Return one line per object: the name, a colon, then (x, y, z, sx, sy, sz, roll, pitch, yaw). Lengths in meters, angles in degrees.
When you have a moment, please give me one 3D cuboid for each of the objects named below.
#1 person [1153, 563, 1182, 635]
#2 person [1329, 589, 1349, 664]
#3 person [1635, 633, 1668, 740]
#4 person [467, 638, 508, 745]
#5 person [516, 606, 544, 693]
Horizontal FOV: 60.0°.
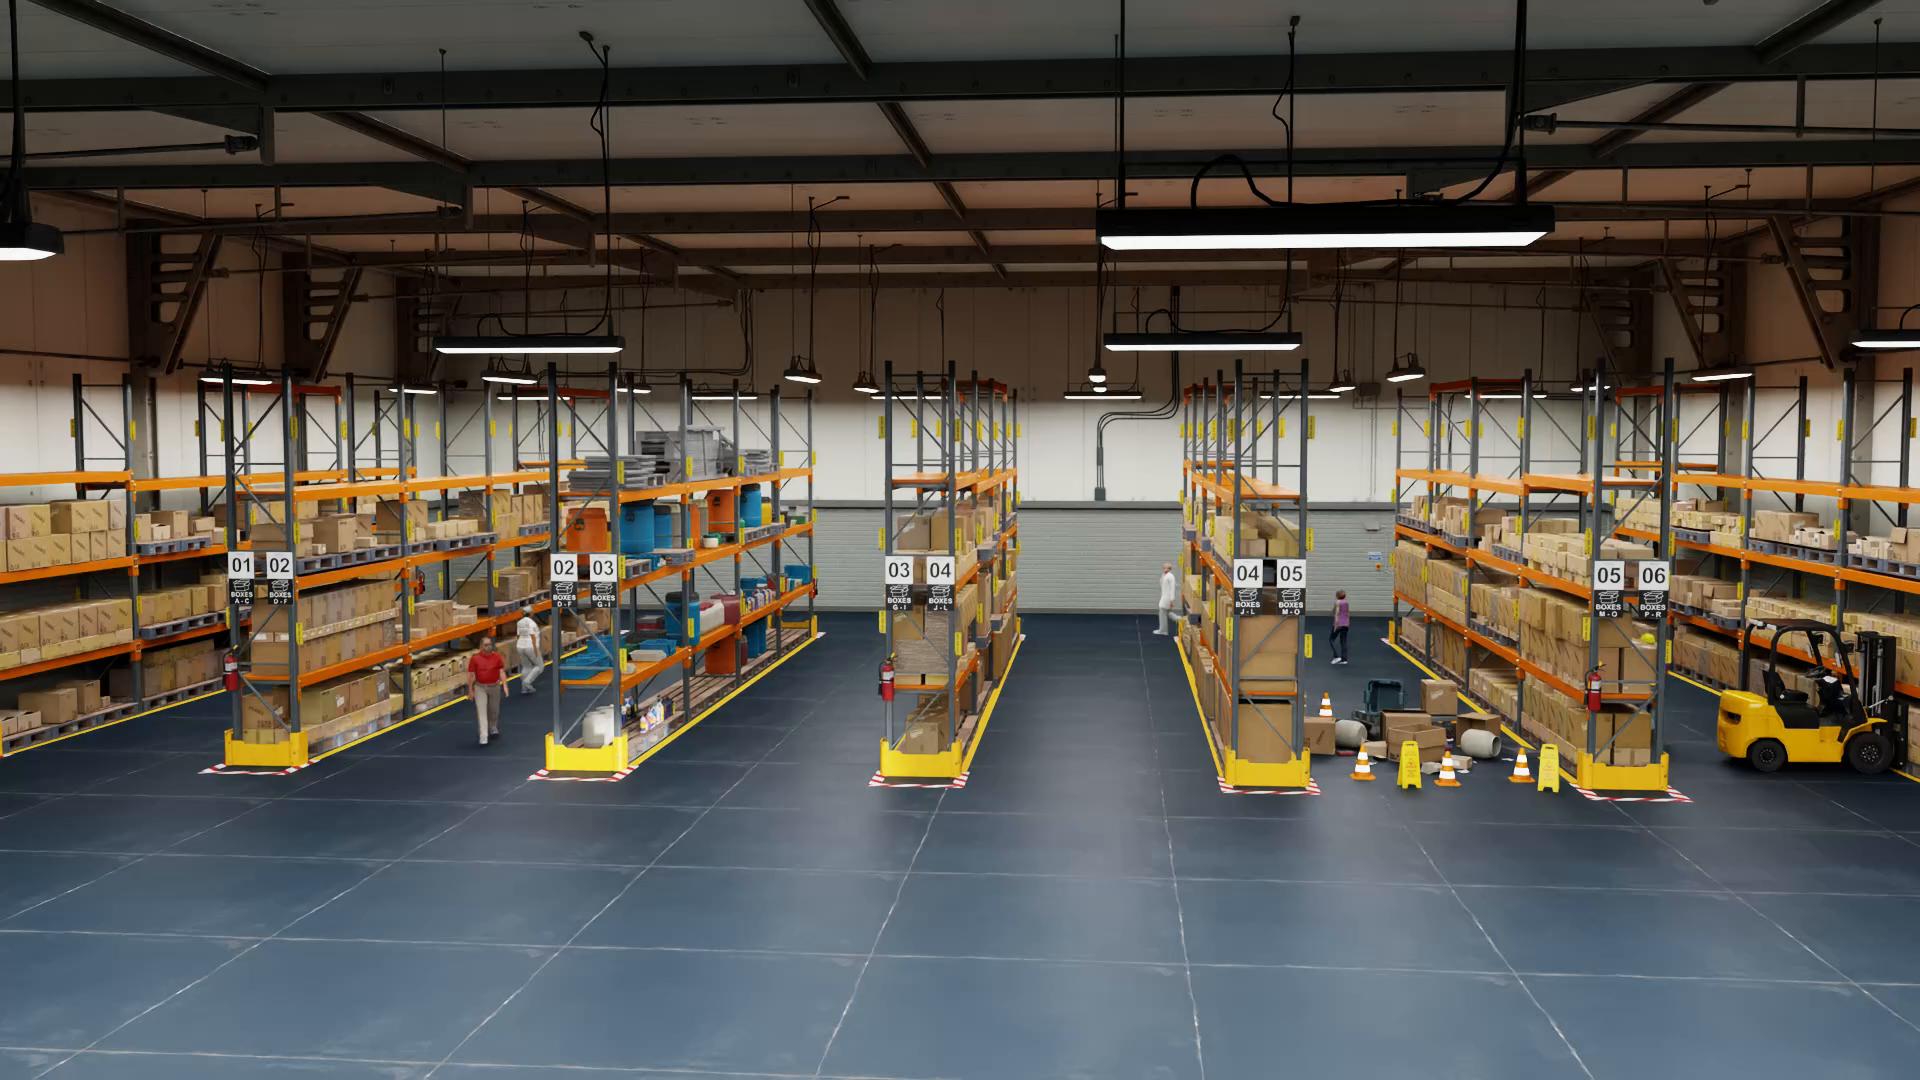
person: (5.161, 1.435, 40.746, 0.838, 1.758, 0.571, 1, 4, 9)
person: (8.173, 1.919, 35.674, 0.446, 1.504, 0.372, -2, 4, -33)
person: (11.207, 2.385, 26.941, 0.660, 1.710, 0.714, -1, 4, -10)
person: (-7.586, 2.391, 26.708, 0.619, 1.660, 1.126, -1, 4, -20)
person: (-8.229, 2.094, 31.635, 0.537, 1.657, 0.525, 2, 4, 31)
